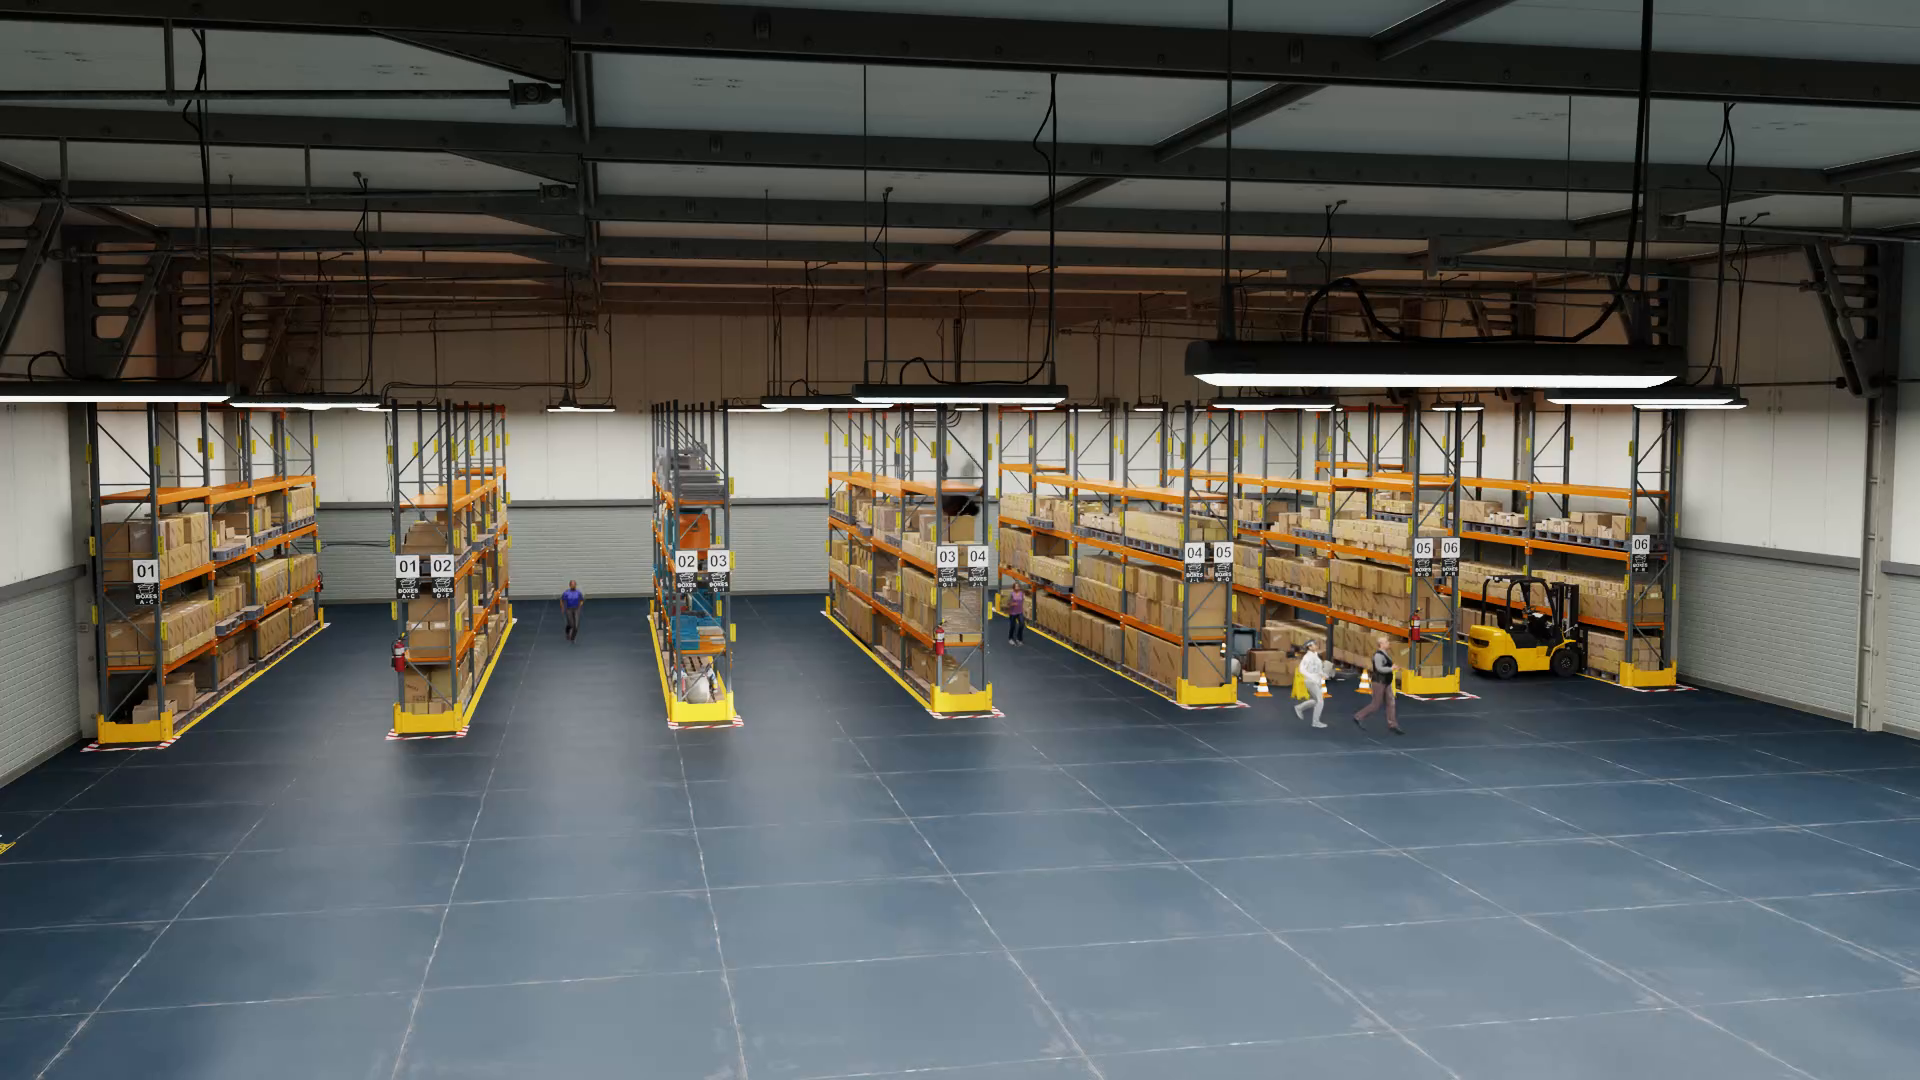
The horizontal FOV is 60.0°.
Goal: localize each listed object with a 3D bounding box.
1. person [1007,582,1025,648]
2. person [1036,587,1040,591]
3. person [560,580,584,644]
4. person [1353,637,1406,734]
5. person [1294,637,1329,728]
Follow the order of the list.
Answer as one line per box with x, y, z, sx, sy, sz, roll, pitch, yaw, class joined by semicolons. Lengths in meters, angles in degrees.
1.385;1.841;40.974;0.481;1.623;0.734;-1;4;-16;person
2.326;1.145;49.834;0.607;1.753;0.763;3;6;38;person
-9.649;1.801;41.444;0.558;1.608;0.589;-2;5;-25;person
7.525;2.593;29.793;0.925;1.726;0.667;2;5;28;person
6.427;2.596;30.508;0.666;1.651;0.619;3;5;33;person
